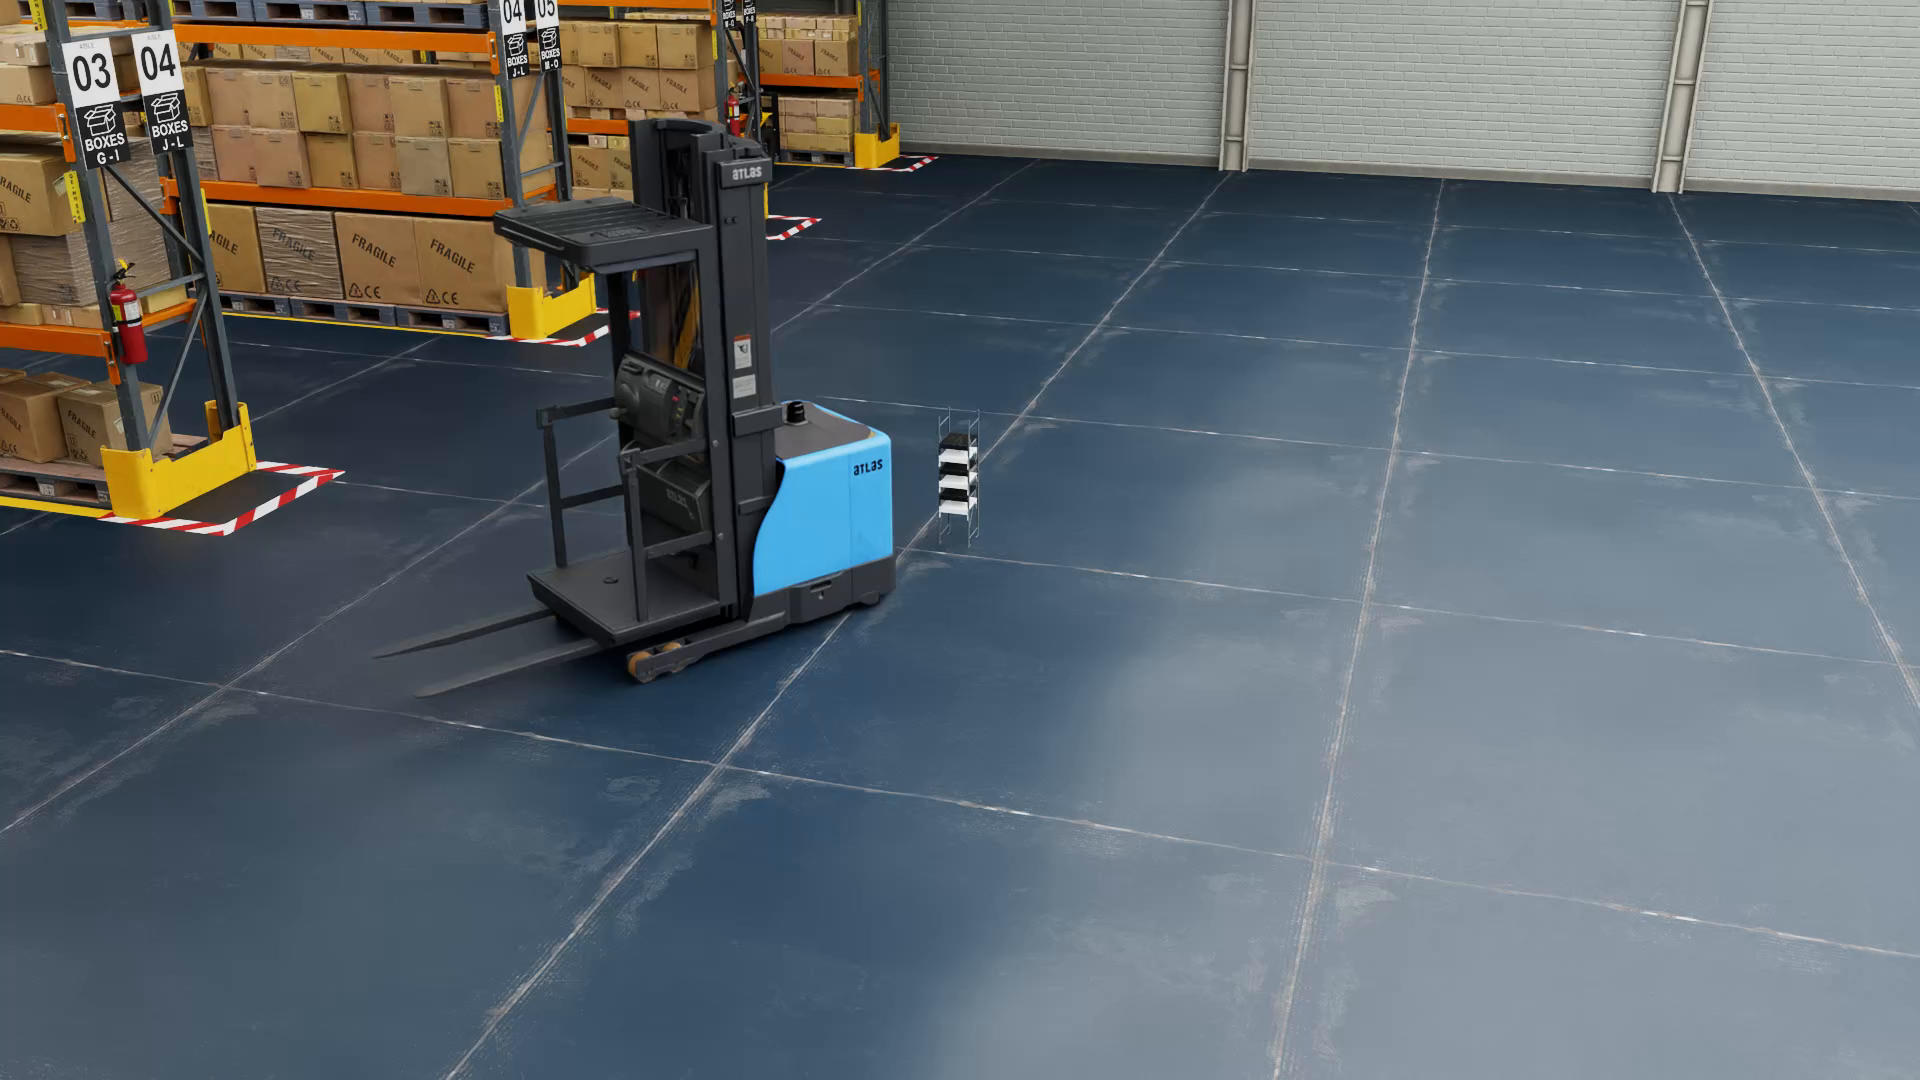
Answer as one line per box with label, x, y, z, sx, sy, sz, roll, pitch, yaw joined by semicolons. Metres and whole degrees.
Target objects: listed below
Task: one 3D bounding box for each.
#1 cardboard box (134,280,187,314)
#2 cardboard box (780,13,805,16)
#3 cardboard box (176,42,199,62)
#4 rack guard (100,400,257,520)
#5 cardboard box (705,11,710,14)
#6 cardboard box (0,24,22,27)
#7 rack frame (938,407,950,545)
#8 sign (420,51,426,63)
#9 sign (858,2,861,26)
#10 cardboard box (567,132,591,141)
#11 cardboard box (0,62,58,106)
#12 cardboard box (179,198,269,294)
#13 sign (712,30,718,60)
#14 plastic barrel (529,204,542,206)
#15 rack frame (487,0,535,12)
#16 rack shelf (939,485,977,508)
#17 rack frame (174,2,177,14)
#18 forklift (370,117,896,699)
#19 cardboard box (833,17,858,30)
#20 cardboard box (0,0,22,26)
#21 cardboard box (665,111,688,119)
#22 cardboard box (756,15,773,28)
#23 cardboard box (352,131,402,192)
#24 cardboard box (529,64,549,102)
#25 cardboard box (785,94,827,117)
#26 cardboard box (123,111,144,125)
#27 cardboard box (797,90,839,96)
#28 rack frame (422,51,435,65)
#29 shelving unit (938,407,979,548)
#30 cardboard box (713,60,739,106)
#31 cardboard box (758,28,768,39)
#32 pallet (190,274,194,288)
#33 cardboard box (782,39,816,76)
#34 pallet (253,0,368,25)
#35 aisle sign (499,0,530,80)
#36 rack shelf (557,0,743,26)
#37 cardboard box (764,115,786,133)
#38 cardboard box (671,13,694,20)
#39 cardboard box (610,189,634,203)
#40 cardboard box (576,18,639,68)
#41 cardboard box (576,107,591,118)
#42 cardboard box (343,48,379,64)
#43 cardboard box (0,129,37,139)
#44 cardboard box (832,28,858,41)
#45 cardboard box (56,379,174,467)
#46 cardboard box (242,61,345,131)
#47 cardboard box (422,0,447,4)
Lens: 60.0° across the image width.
cardboard box;-5.774;-1.745;11.903;0.250;0.149;0.380;7;23;16
cardboard box;-2.527;-7.863;25.109;0.250;0.149;0.380;7;23;17
cardboard box;-10.003;-6.466;22.003;0.500;0.500;0.500;6;23;14
rack guard;-5.643;-0.595;12.062;0.348;0.500;1.175;7;23;16
cardboard box;-3.728;-8.038;25.535;0.250;0.149;0.380;6;23;15
cardboard box;-6.736;-3.491;11.548;0.250;0.149;0.380;6;23;15
rack frame;-0.105;-0.428;11.129;0.006;0.900;0.240;7;23;16
sign;-6.694;-6.116;20.702;0.005;0.325;0.100;7;23;16
sign;-1.447;-7.598;24.002;0.005;0.325;0.100;7;23;16
cardboard box;-4.917;-4.974;21.524;0.500;0.500;0.500;8;24;18
cardboard box;-6.105;-3.022;10.931;0.500;0.250;0.500;7;23;17
cardboard box;-7.288;-3.090;17.097;0.875;0.875;0.875;7;23;16
sign;-2.887;-5.826;19.580;0.005;0.325;0.100;7;23;16
plastic barrel;-5.122;-3.828;20.045;0.512;0.421;0.421;-14;26;-30
rack frame;-4.041;-6.310;14.796;0.127;3.000;1.000;7;23;16
rack shelf;-0.008;-0.303;11.148;0.200;0.077;0.258;7;23;16
rack frame;-12.766;-8.463;27.950;0.127;3.000;1.000;7;23;16
forklift;-1.865;-0.785;9.320;3.031;2.935;1.130;-17;28;-36
cardboard box;-1.681;-7.595;24.454;0.250;0.149;0.380;7;23;16
cardboard box;-6.913;-3.807;11.464;0.500;0.500;0.500;6;23;15
cardboard box;-3.402;-5.179;20.273;0.250;0.149;0.380;6;23;15
cardboard box;-2.932;-7.698;24.706;0.250;0.149;0.380;7;23;17
cardboard box;-5.442;-3.787;16.353;0.550;0.550;0.875;7;23;16
cardboard box;-5.232;-5.711;20.715;0.500;0.500;0.500;6;23;15
cardboard box;-2.299;-6.524;24.974;0.500;0.250;0.500;7;23;16
cardboard box;-8.347;-4.534;16.922;0.500;0.500;0.700;6;23;15
cardboard box;-2.162;-6.708;25.422;0.500;0.250;0.500;7;23;16
rack frame;-6.537;-5.783;21.415;0.127;3.000;1.000;7;23;16
shelving unit;-0.008;-0.417;11.101;0.210;0.900;0.258;7;23;16
cardboard box;-3.081;-5.681;20.642;0.500;0.500;0.500;6;23;15
cardboard box;-2.925;-7.562;24.767;0.250;0.149;0.380;7;23;16
pallet;-8.631;-2.740;17.672;1.213;0.211;1.003;7;23;16
cardboard box;-2.318;-7.213;24.770;0.500;0.500;0.500;7;23;17
pallet;-5.926;-5.092;15.895;1.213;0.211;1.003;7;23;16
aisle sign;-4.059;-4.620;15.156;0.004;0.787;0.394;7;23;16
rack shelf;-4.622;-6.618;20.447;4.000;0.370;1.077;7;23;16
cardboard box;-2.811;-6.349;25.207;0.500;0.250;0.500;6;23;14
cardboard box;-4.147;-7.842;25.056;0.250;0.149;0.380;7;23;17
cardboard box;-4.053;-4.317;20.911;0.500;0.250;0.500;7;23;16
cardboard box;-4.260;-6.044;20.211;0.500;0.500;0.700;6;23;15
cardboard box;-4.585;-5.366;20.729;0.250;0.149;0.380;7;23;16
cardboard box;-7.521;-6.182;21.311;0.500;0.500;0.500;7;23;16
cardboard box;-6.974;-2.661;11.963;0.500;0.500;0.500;7;23;16
cardboard box;-1.690;-7.430;24.446;0.250;0.149;0.380;7;23;16
cardboard box;-6.163;-0.856;12.144;0.500;0.500;0.500;11;25;25
cardboard box;-6.489;-4.362;16.331;0.550;0.550;0.875;7;23;16
cardboard box;-4.698;-4.988;15.171;0.250;0.149;0.380;7;23;16
